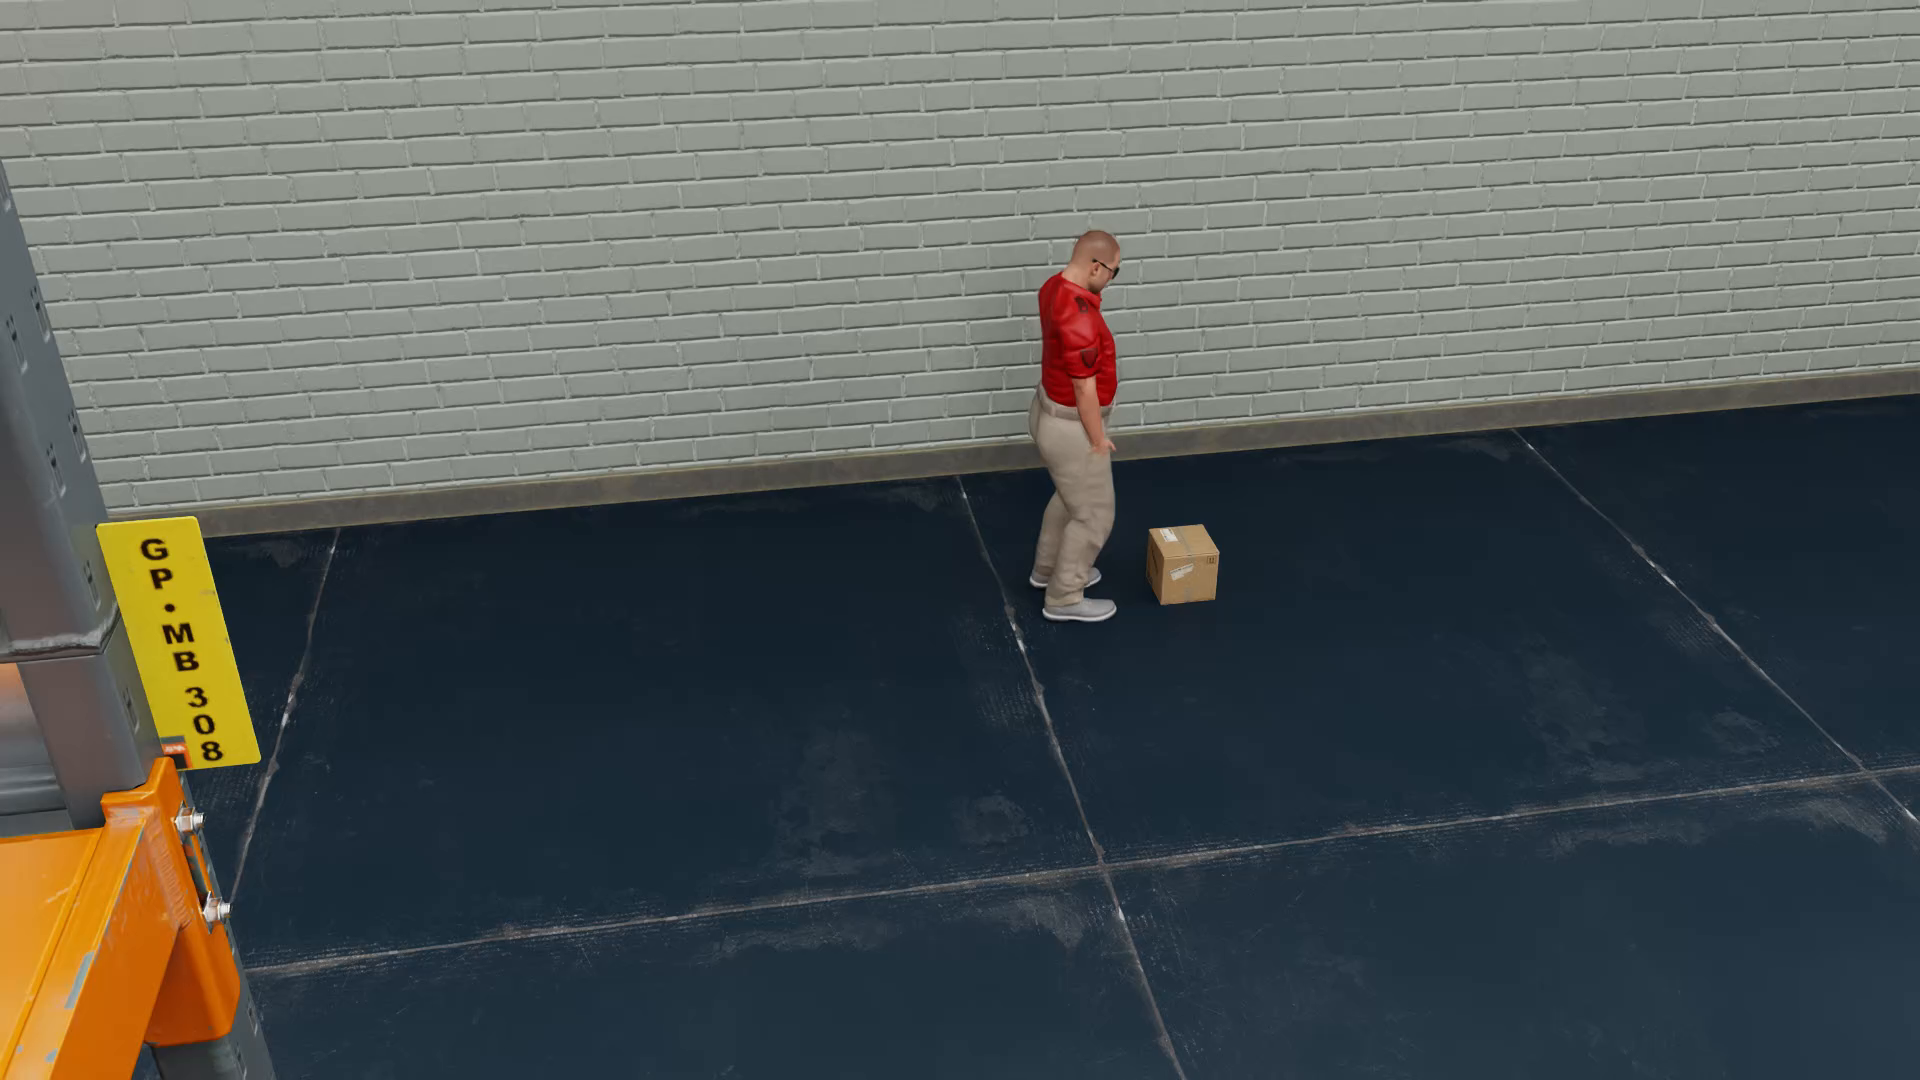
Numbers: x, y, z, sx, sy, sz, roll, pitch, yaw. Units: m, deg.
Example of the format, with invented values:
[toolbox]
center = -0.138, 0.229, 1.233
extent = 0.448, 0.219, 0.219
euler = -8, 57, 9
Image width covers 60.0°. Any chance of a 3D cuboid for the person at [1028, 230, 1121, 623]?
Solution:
[person]
center = 0.482, -0.480, 6.999
extent = 0.376, 1.704, 0.544
euler = -5, 31, -8
